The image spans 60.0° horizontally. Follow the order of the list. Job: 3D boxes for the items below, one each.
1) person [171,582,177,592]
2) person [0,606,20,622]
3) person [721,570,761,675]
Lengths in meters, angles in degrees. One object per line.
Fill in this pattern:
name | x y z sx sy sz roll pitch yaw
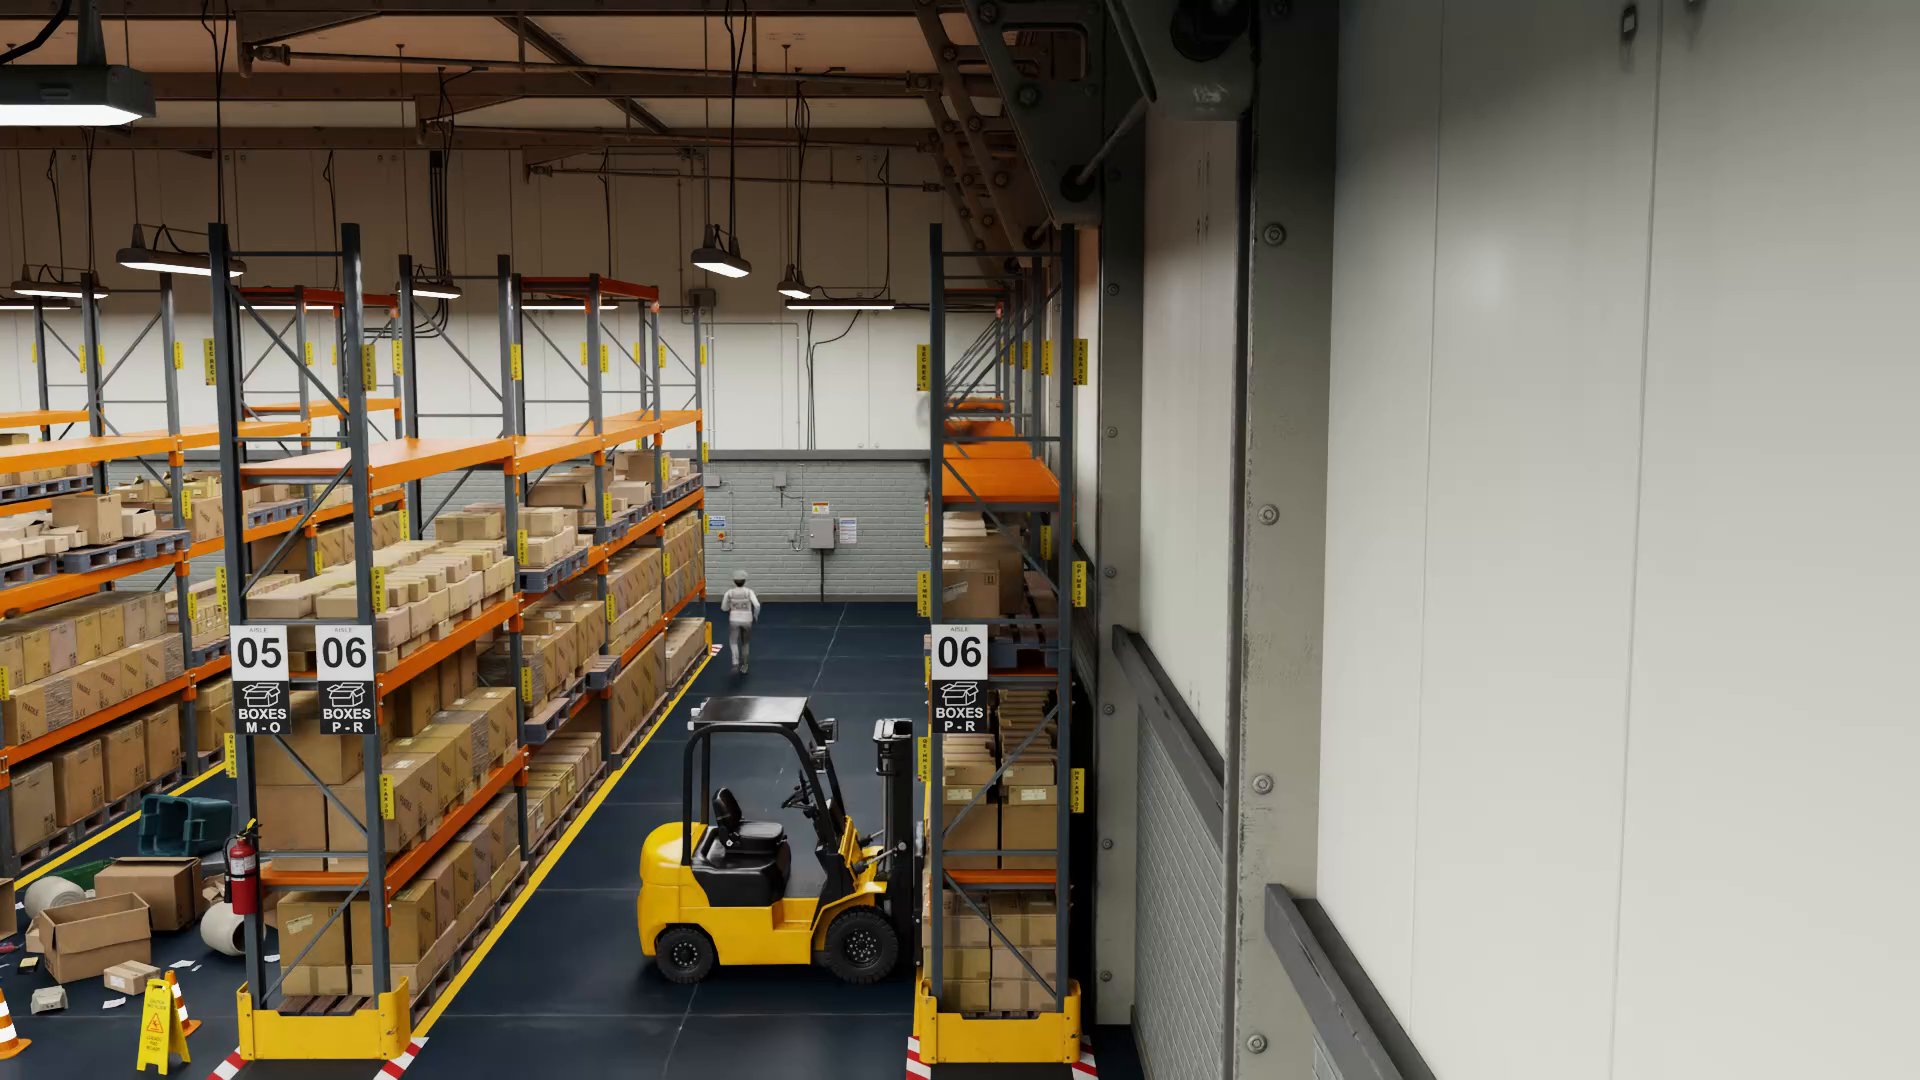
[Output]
person | -11.545 1.461 24.711 0.663 1.687 0.540 1 7 8
person | -12.747 1.689 22.373 0.669 1.823 0.751 -1 7 -12
person | -3.413 1.296 25.961 0.603 1.670 0.896 -1 7 -7
